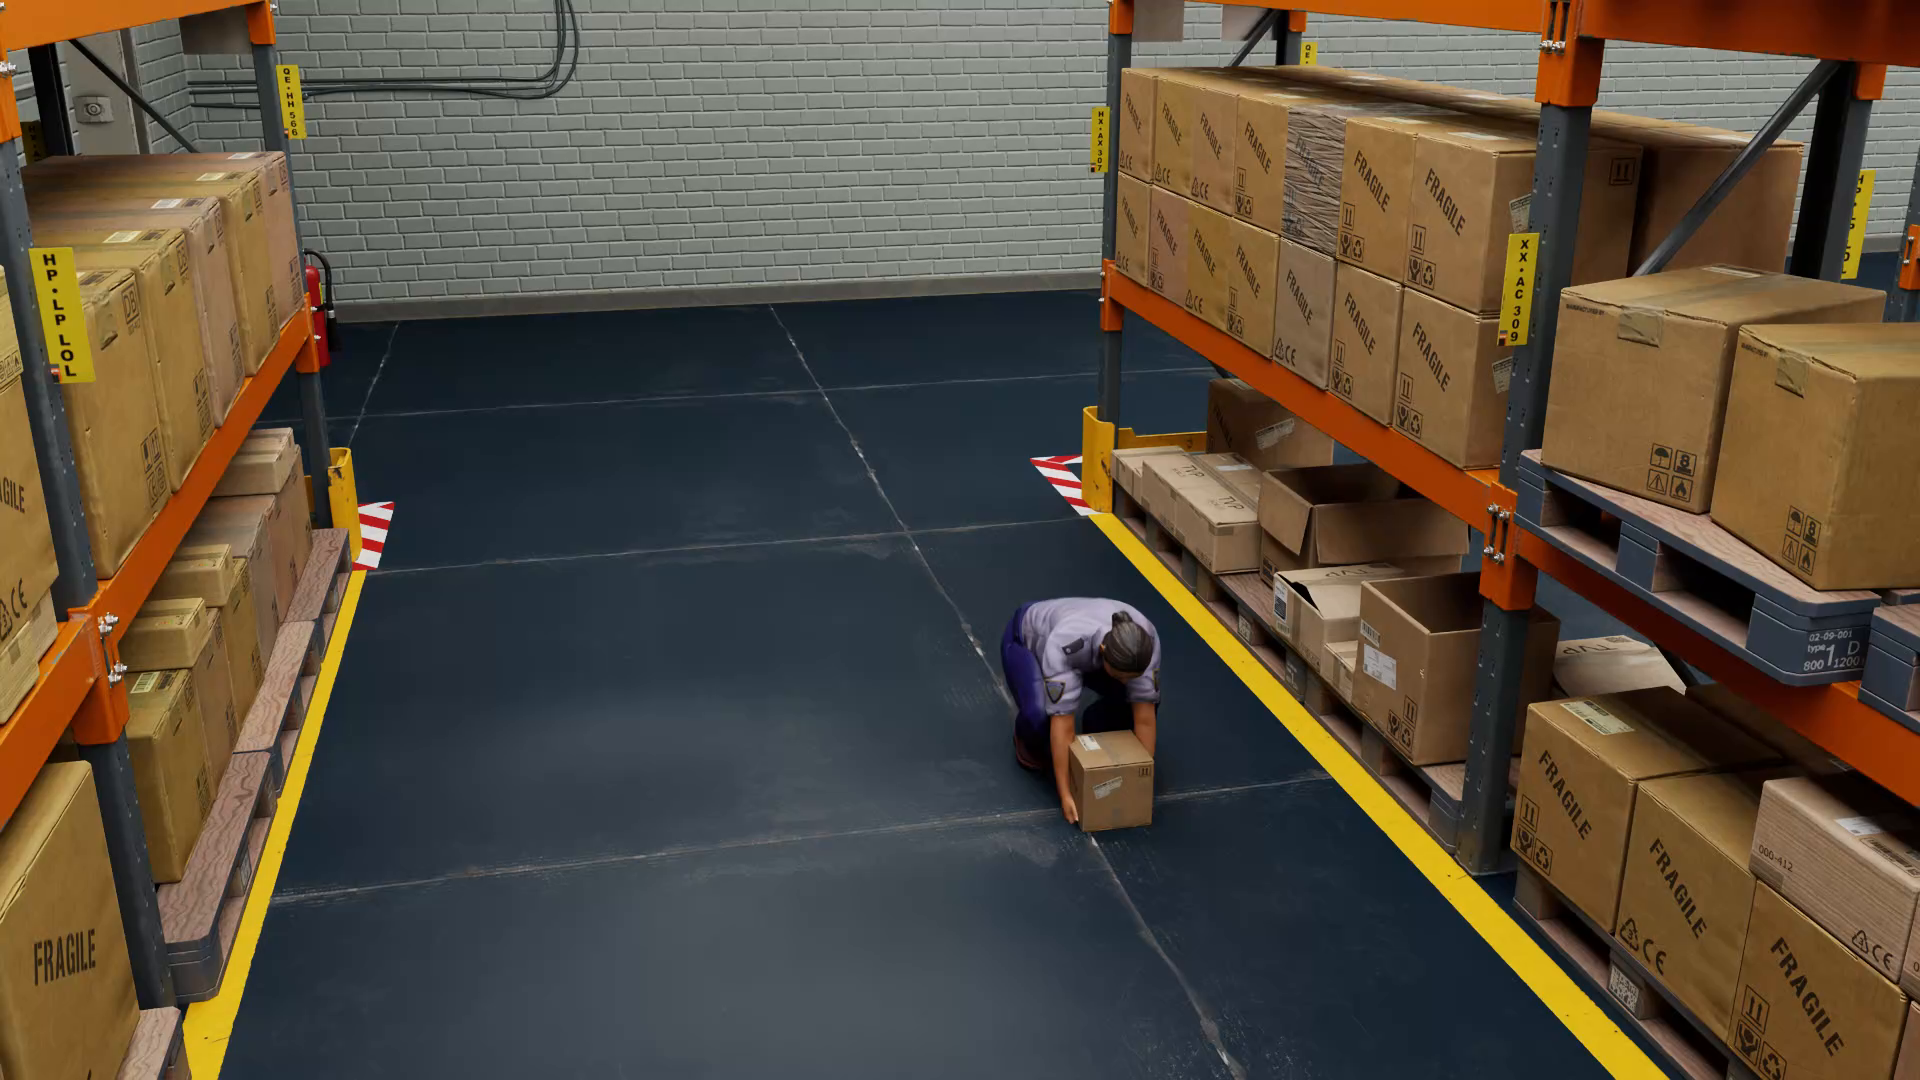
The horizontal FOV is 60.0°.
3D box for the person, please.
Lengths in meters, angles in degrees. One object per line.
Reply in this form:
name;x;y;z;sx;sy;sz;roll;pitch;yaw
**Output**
person;0.454;0.531;6.039;0.517;0.785;0.866;-5;20;-14
